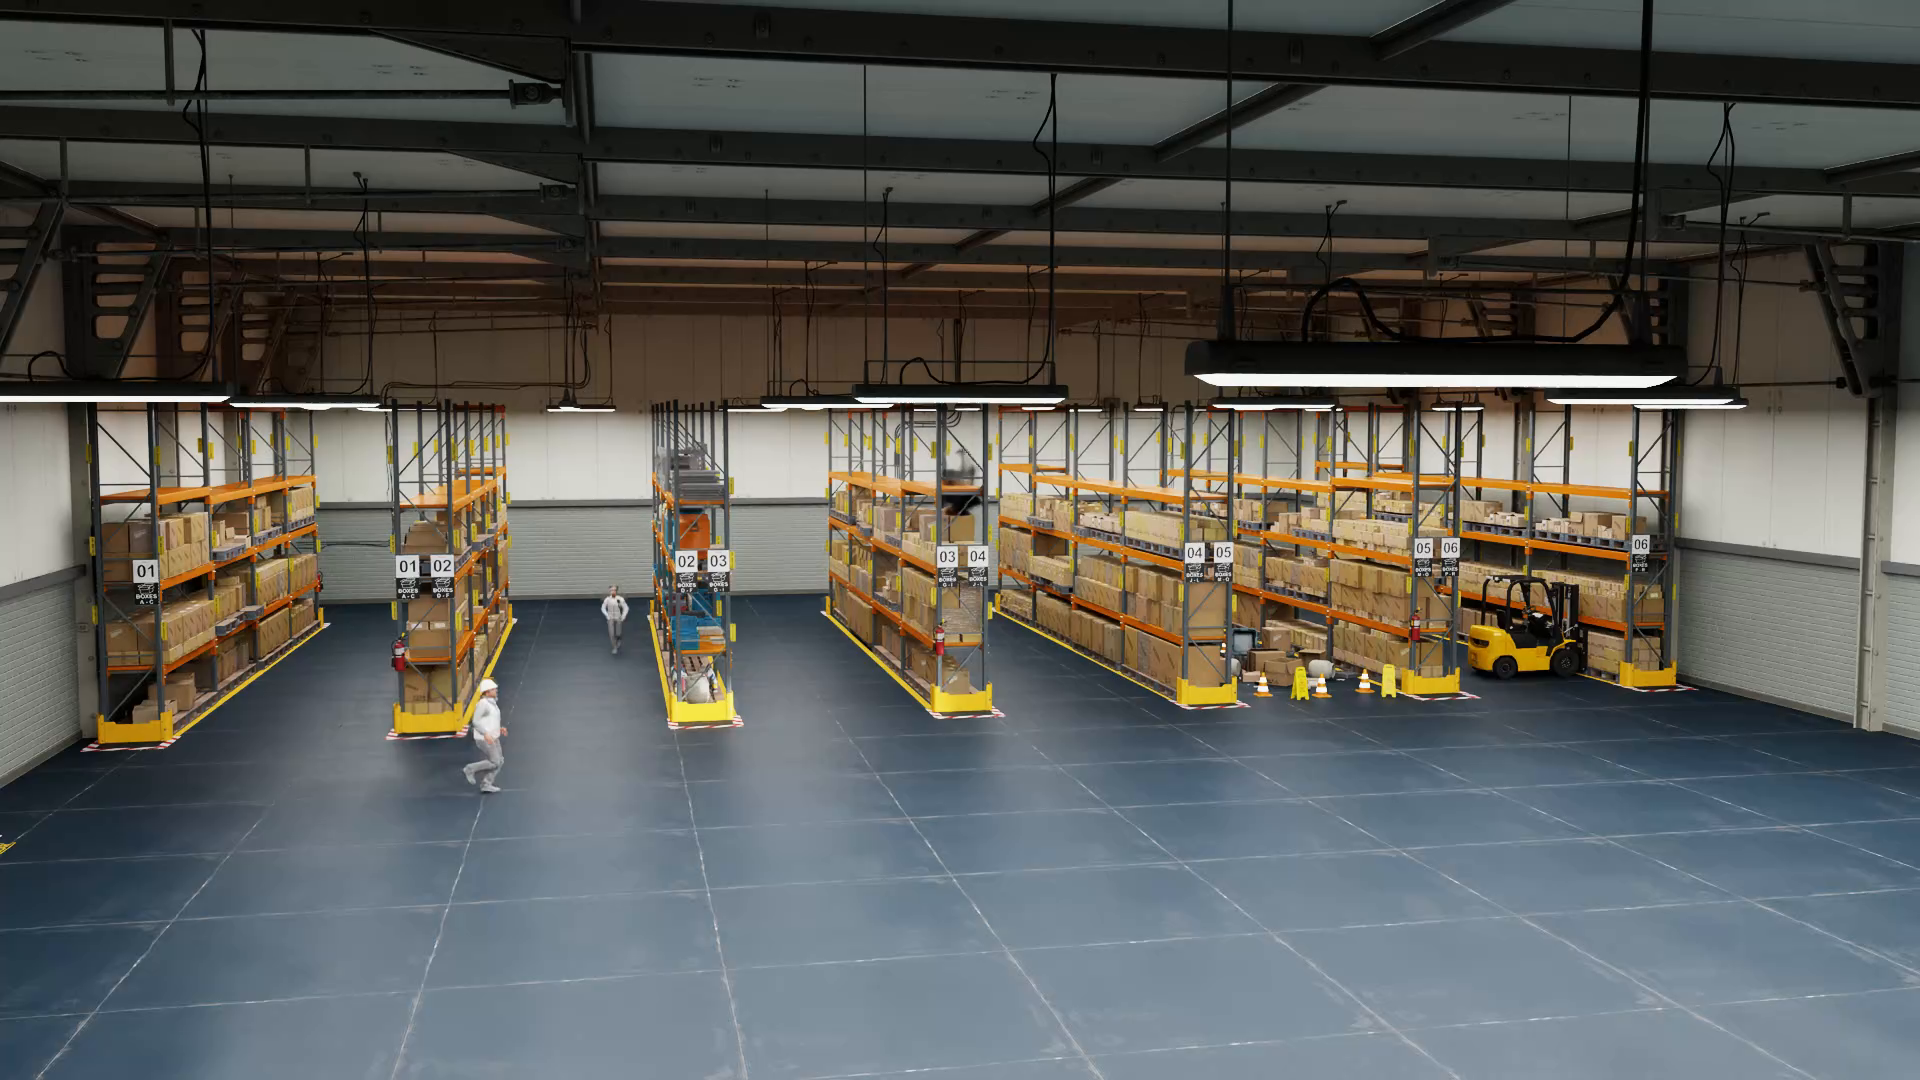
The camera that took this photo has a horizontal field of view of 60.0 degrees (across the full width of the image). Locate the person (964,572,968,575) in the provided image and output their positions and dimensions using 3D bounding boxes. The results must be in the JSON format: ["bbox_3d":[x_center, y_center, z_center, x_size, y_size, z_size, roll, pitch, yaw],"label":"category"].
[{"bbox_3d":[0.169,1.634,42.855,0.578,1.653,0.964,-1,4,-12],"label":"person"}]

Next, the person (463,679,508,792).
[{"bbox_3d":[-7.198,2.973,25.211,0.618,1.726,0.642,0,4,3],"label":"person"}]

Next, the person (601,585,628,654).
[{"bbox_3d":[-8.287,1.889,39.918,0.646,1.650,0.560,-1,4,-9],"label":"person"}]
